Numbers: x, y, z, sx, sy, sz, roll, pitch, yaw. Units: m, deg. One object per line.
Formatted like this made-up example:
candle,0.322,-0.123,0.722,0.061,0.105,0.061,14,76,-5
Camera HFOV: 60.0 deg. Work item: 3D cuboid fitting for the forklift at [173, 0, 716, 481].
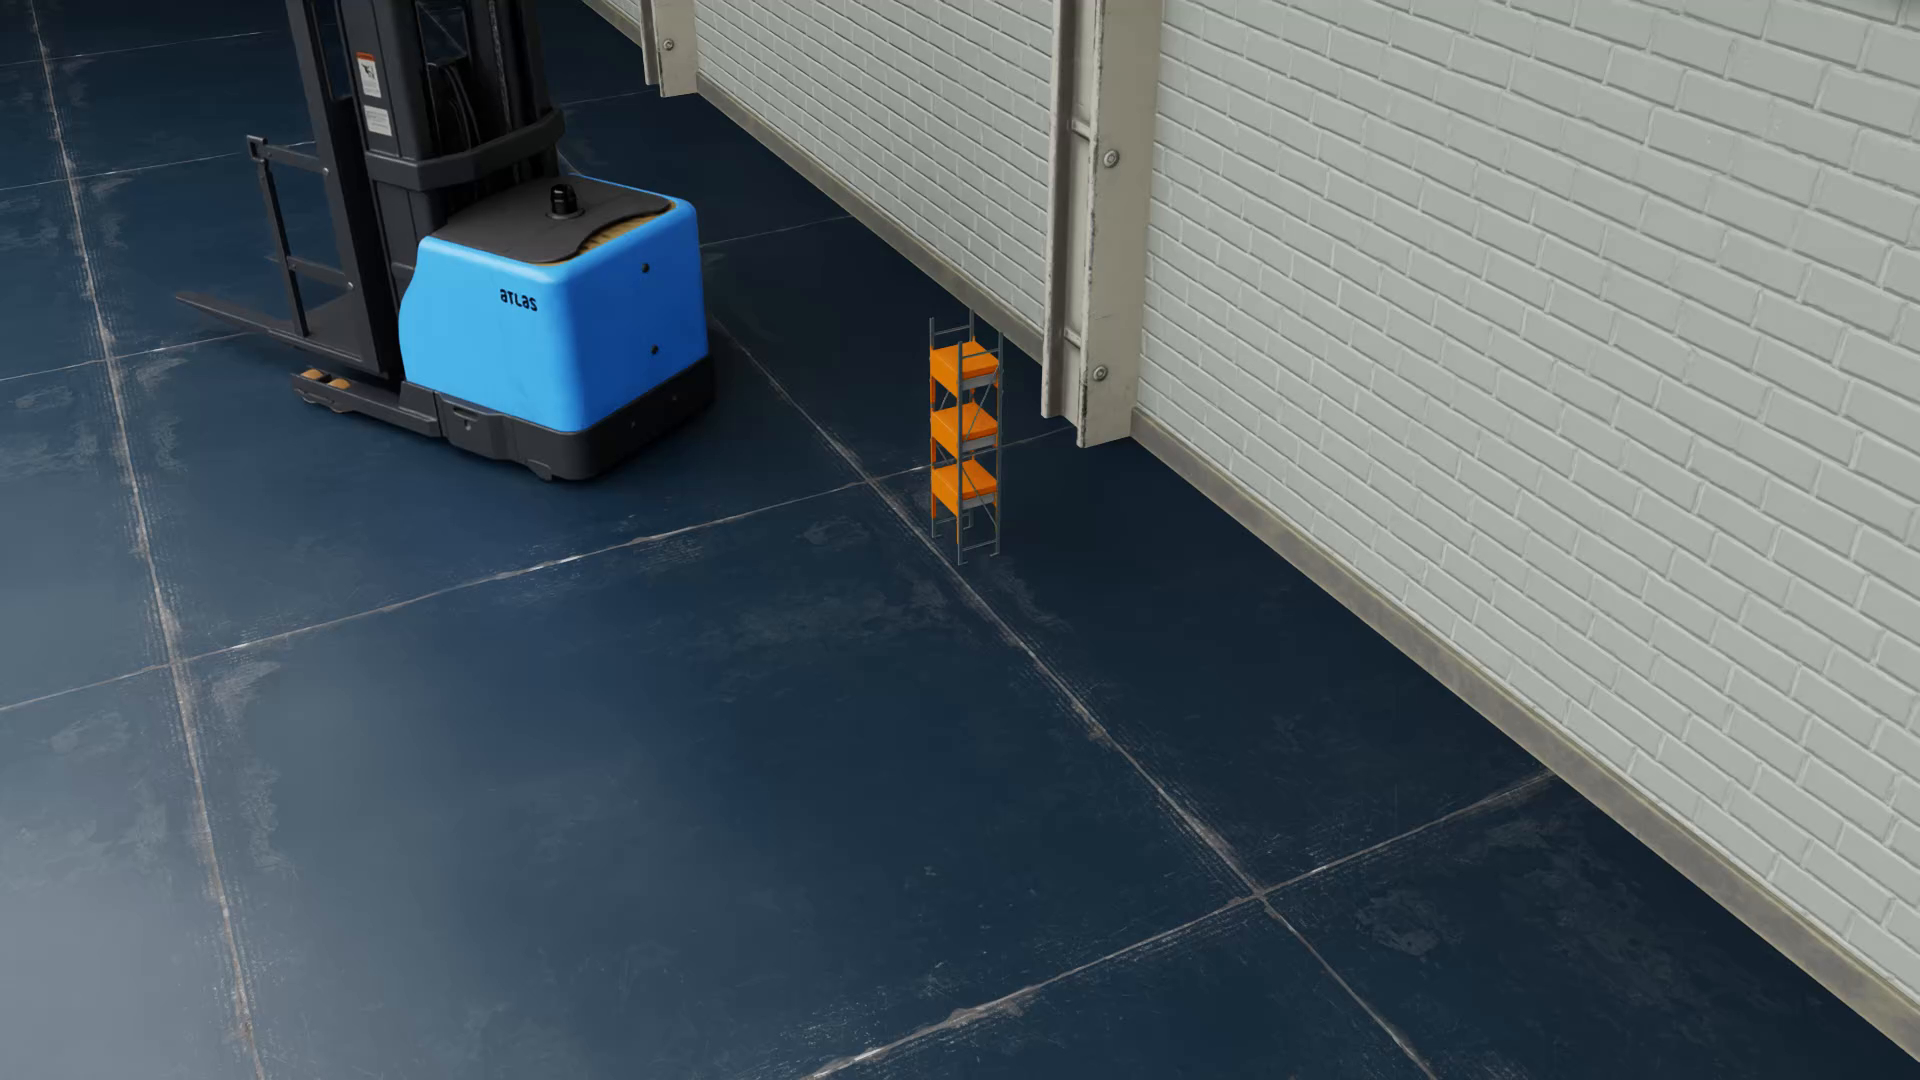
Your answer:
forklift,-2.736,-2.087,7.791,3.031,2.935,1.130,18,37,26

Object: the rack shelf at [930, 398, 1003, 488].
rack shelf,0.025,-0.408,6.933,0.215,0.259,0.240,-16,36,-23

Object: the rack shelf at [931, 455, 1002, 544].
rack shelf,0.025,-0.174,7.083,0.215,0.259,0.240,-16,36,-23

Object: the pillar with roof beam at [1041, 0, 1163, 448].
pillar with roof beam,-3.183,-3.275,4.021,9.100,9.000,0.400,-16,36,-23

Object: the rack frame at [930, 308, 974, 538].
rack frame,-0.032,-0.475,7.018,0.200,1.050,0.008,-16,36,-23

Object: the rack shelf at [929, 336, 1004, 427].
rack shelf,0.025,-0.647,6.780,0.215,0.259,0.240,-16,36,-23

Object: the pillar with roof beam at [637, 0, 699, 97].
pillar with roof beam,-5.981,-6.139,8.490,9.100,9.000,0.400,-16,36,-23

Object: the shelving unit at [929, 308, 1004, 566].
shelving unit,0.025,-0.417,6.927,0.215,1.050,0.252,-16,36,-23

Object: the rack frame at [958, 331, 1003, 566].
rack frame,0.082,-0.358,6.836,0.200,1.050,0.008,-16,36,-23
